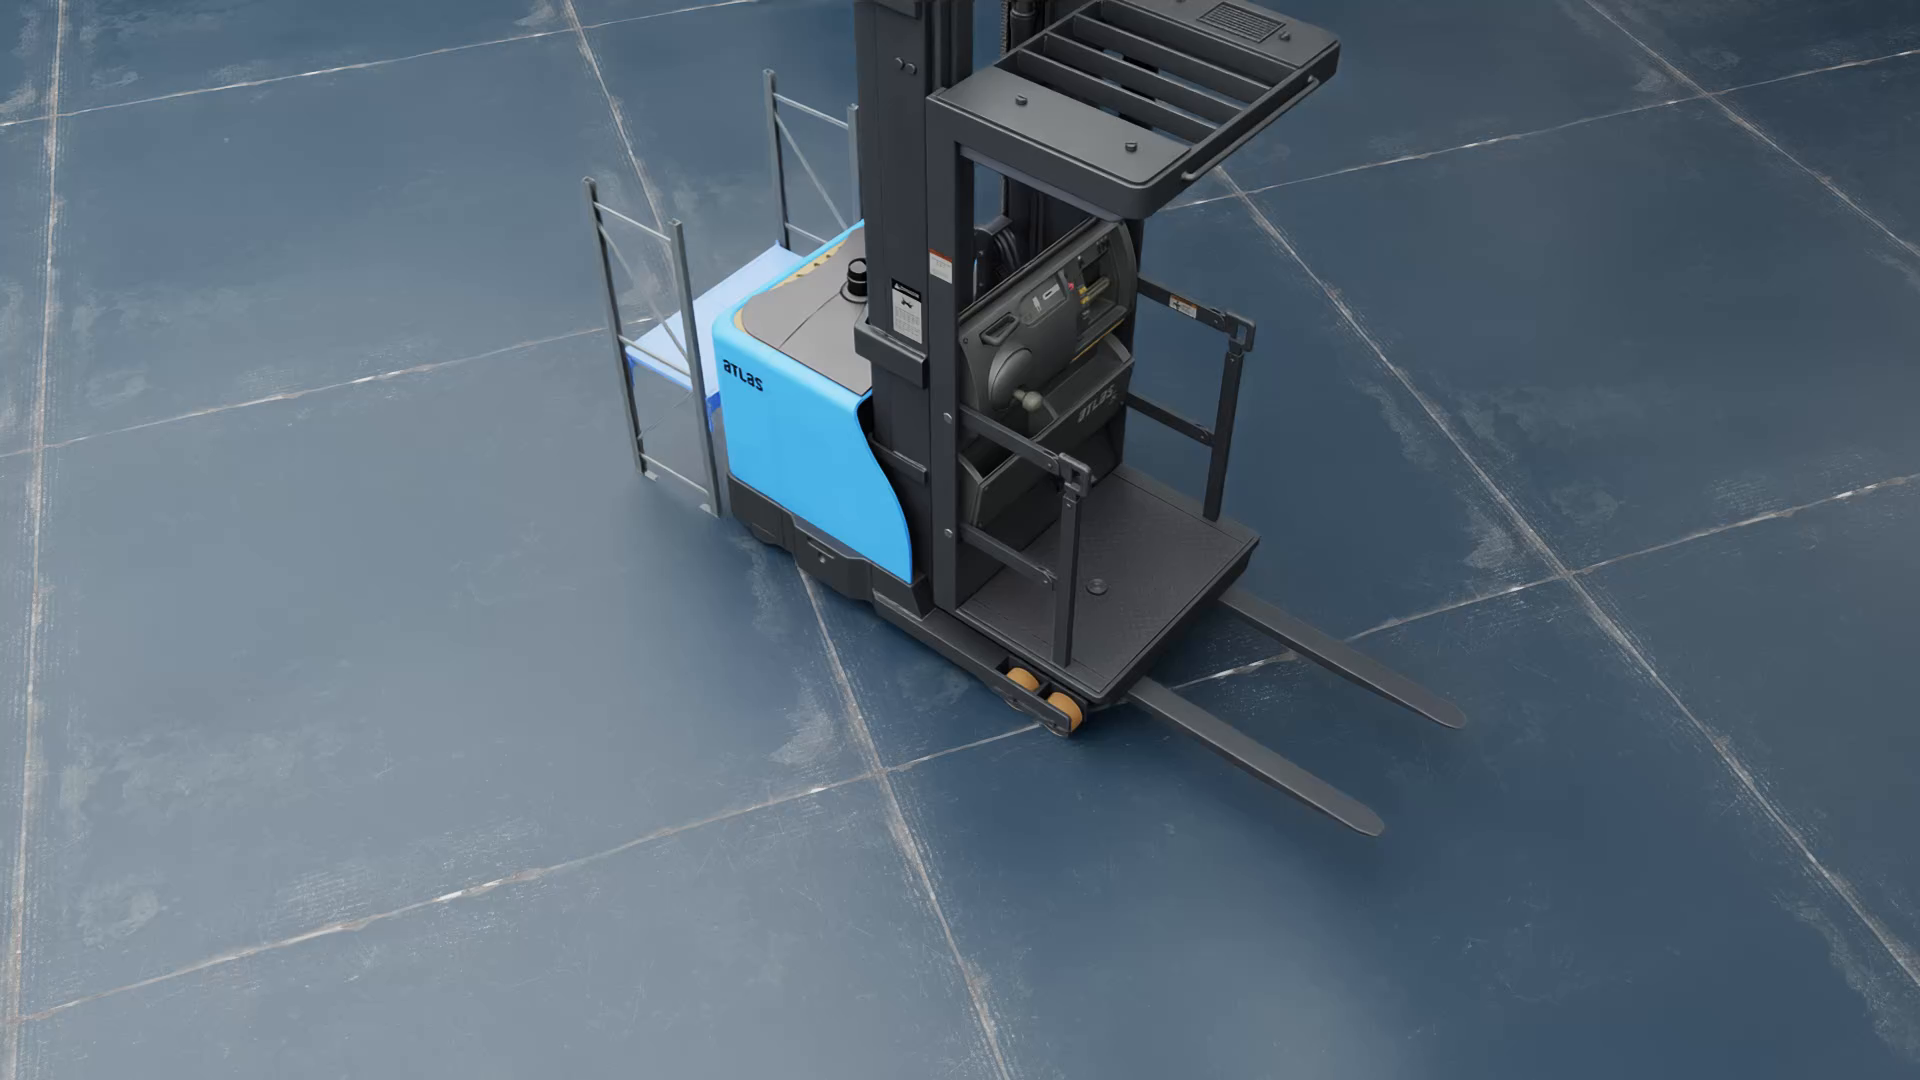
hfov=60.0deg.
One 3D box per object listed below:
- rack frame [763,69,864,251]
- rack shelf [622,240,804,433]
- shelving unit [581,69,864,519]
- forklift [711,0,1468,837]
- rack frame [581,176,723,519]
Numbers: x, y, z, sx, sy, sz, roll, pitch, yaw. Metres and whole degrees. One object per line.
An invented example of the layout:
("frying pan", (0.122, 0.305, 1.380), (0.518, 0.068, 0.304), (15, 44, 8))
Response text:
("rack frame", (-0.608, -1.307, 7.303), (0.500, 1.500, 0.032), (29, 52, 26))
("rack shelf", (-0.918, -0.895, 7.146), (0.538, 0.185, 1.000), (29, 52, 26))
("shelving unit", (-0.918, -1.022, 7.019), (0.538, 1.500, 1.048), (29, 52, 26))
("forklift", (0.482, -0.719, 5.707), (3.031, 2.935, 1.130), (30, 52, 27))
("rack frame", (-1.229, -0.737, 6.734), (0.500, 1.500, 0.032), (29, 52, 26))
